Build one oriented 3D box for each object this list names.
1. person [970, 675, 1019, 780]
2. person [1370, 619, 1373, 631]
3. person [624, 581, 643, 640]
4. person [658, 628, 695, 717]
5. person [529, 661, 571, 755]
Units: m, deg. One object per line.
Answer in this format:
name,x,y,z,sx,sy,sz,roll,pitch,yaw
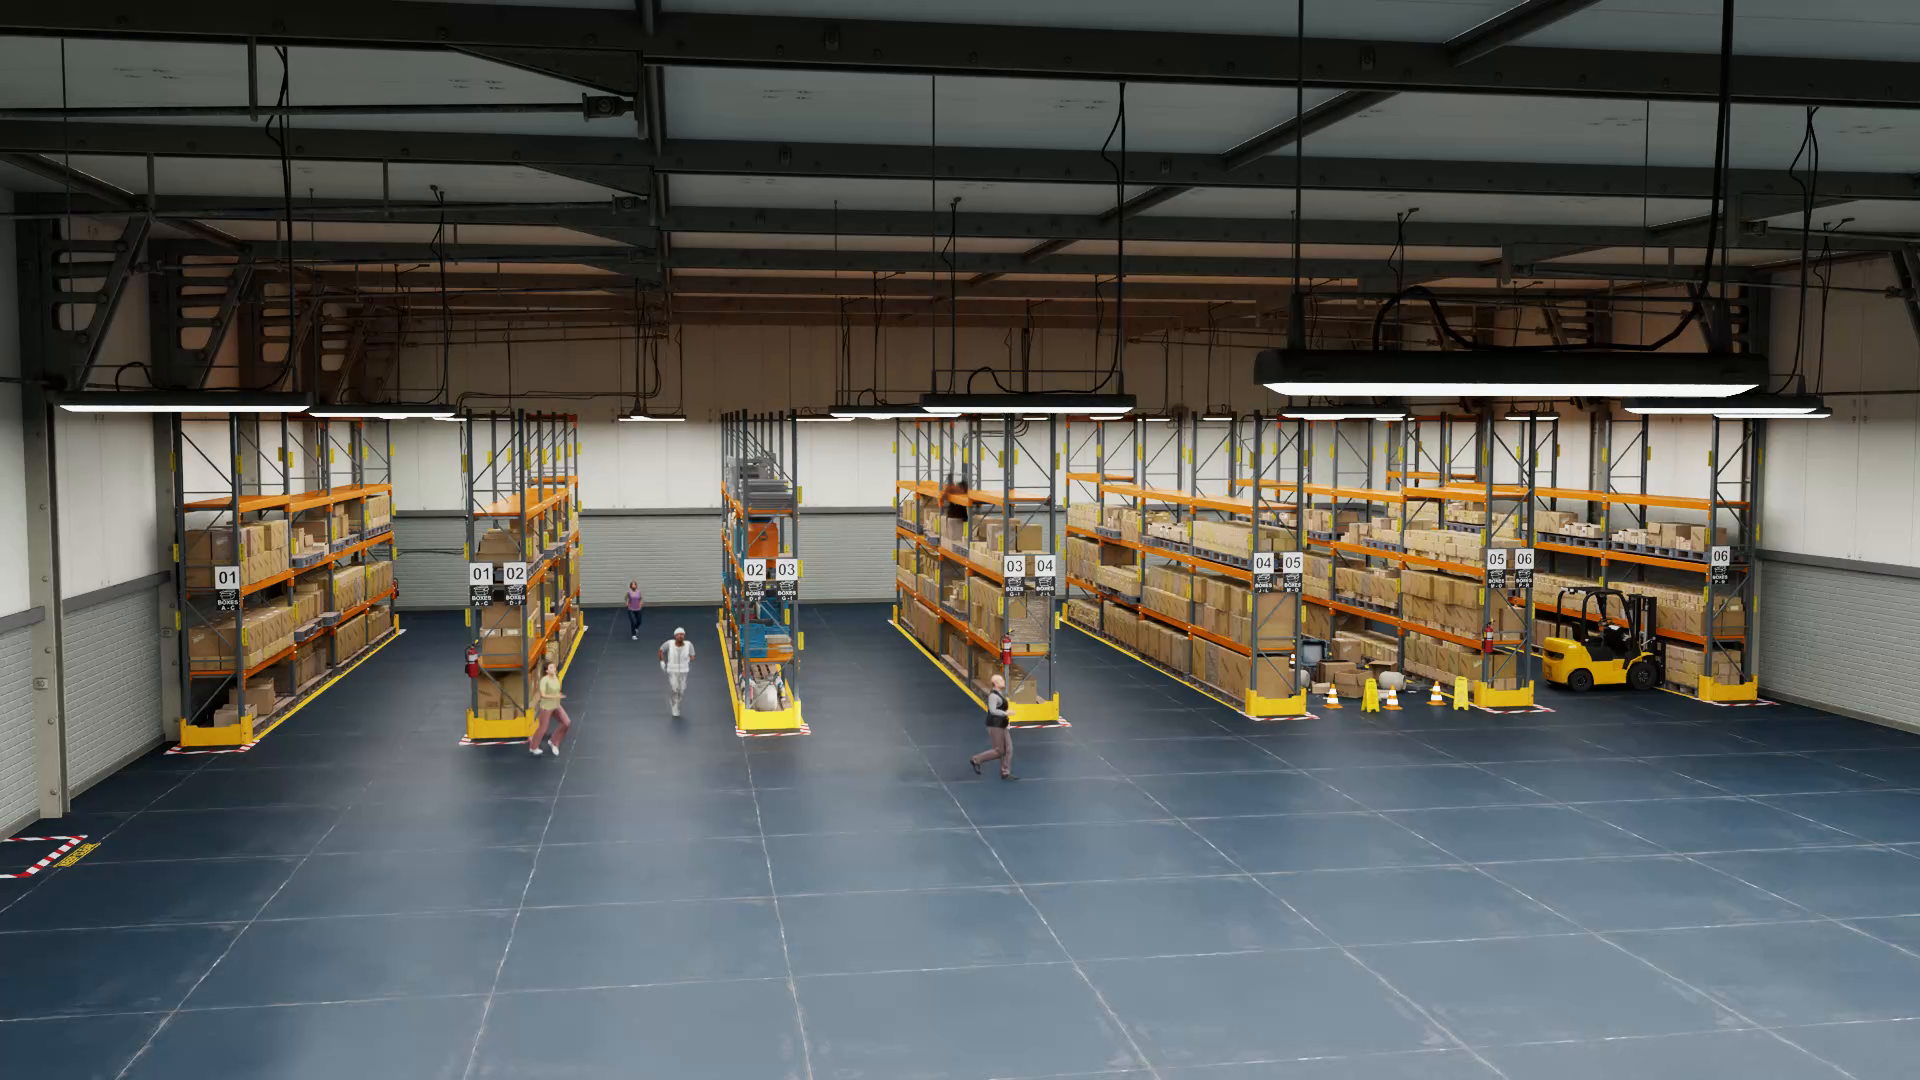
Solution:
person,0.562,3.005,26.704,0.797,1.694,0.671,1,4,11
person,10.769,1.752,44.257,0.684,1.763,0.765,0,4,-7
person,-8.652,1.878,44.148,0.532,1.531,0.559,-2,4,-22
person,-5.498,2.576,32.420,0.660,1.744,0.766,-2,4,-23
person,-7.046,2.889,28.591,0.818,1.636,0.584,2,5,31
